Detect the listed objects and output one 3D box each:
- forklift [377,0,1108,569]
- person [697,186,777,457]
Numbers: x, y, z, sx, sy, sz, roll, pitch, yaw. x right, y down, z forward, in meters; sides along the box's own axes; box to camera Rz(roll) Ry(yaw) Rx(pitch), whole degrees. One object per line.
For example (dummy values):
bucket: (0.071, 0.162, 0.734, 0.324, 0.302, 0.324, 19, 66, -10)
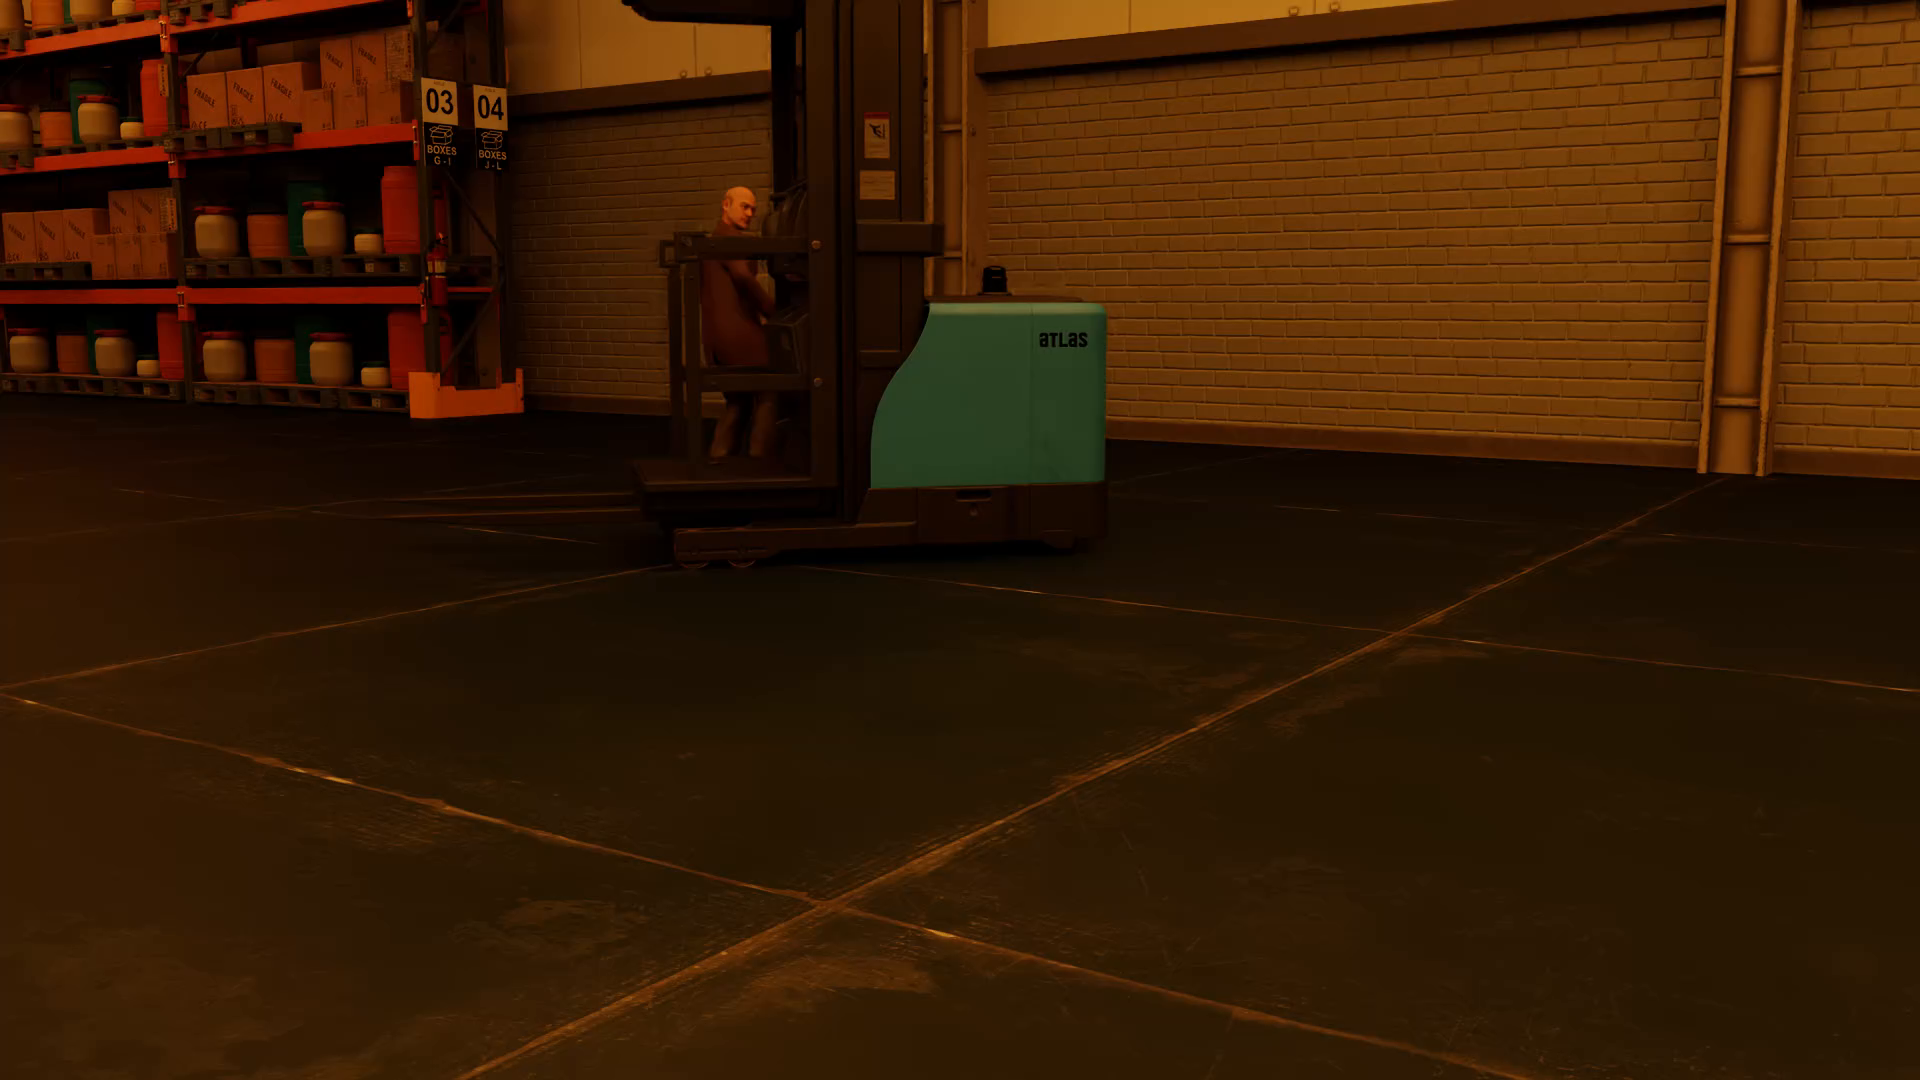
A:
forklift: (-0.931, -1.413, 7.129, 3.031, 2.935, 1.130, -2, 8, -13)
person: (-1.246, -1.152, 9.608, 0.549, 1.737, 0.792, -5, 10, -34)
